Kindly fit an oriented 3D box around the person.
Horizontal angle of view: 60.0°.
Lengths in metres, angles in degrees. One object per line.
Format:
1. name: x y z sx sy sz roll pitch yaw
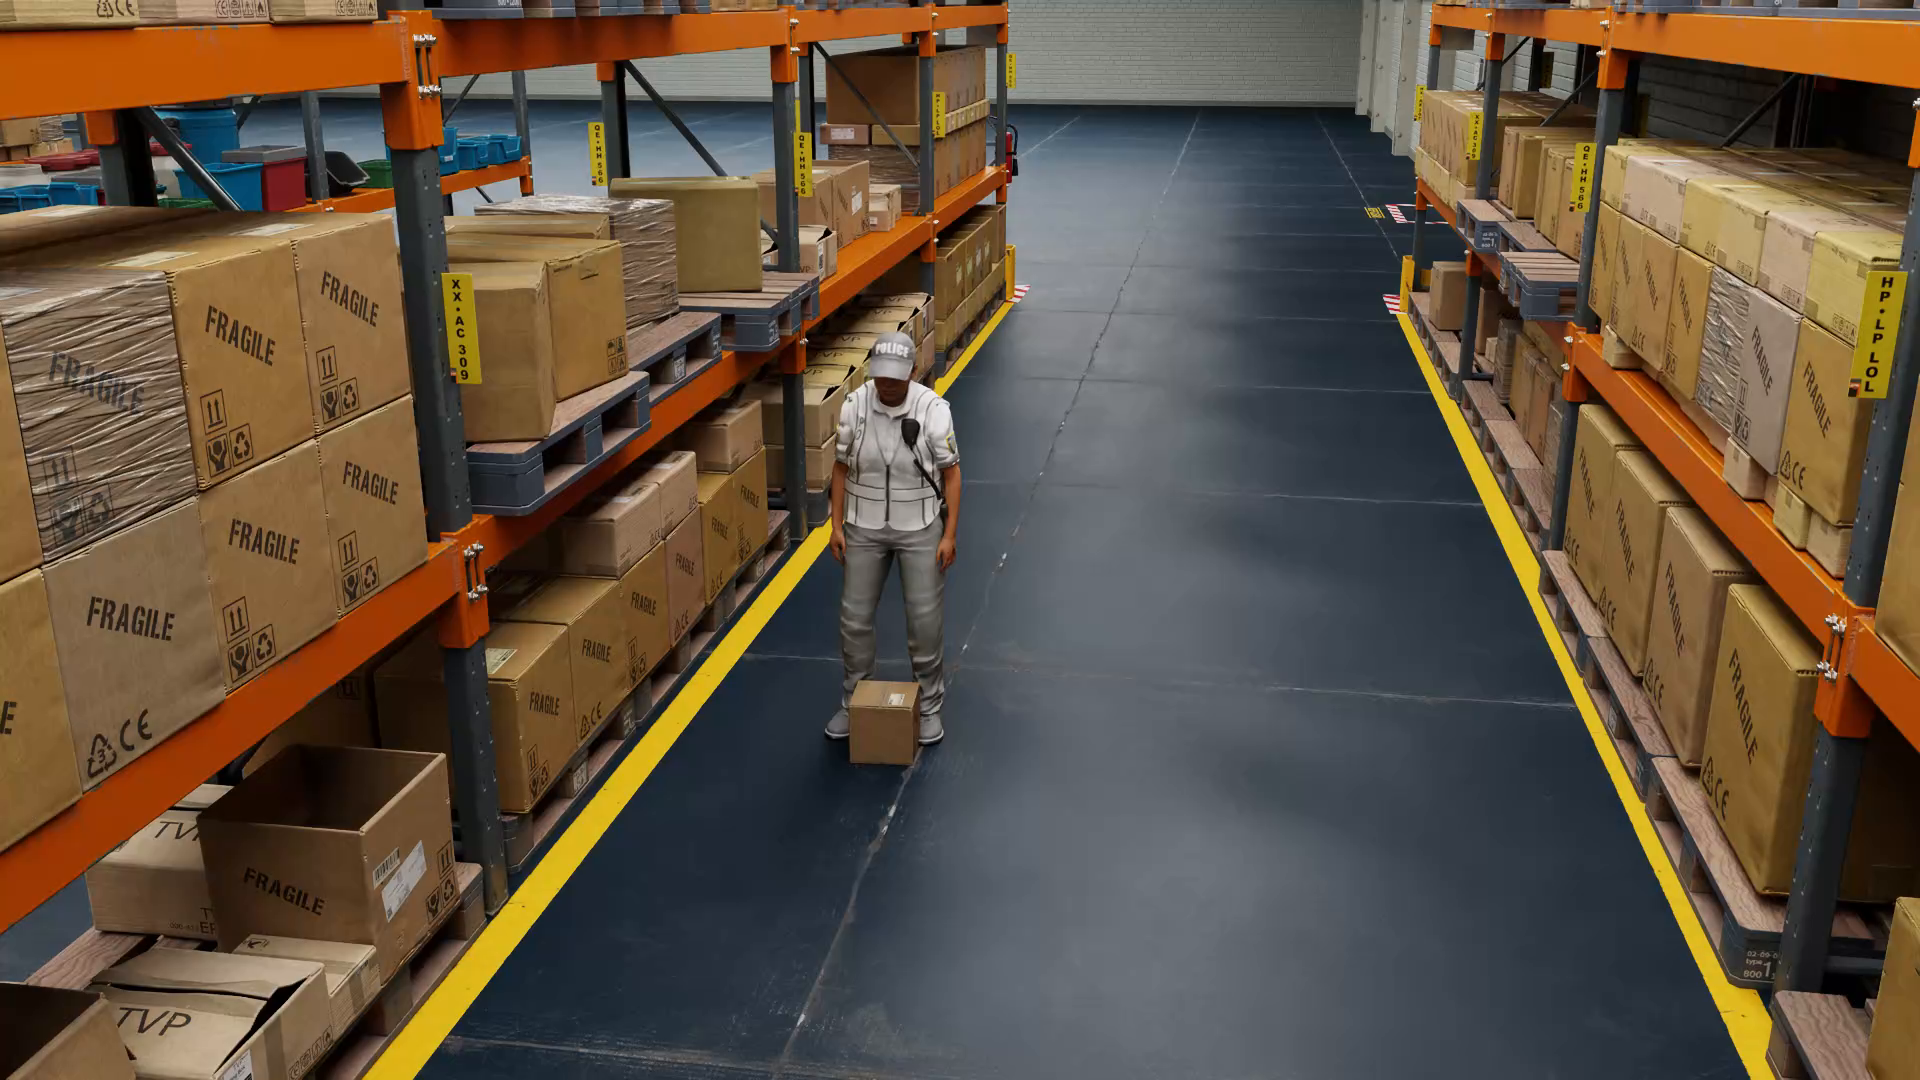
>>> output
1. person: -0.270 -0.016 6.596 0.537 1.665 0.468 3 18 9
